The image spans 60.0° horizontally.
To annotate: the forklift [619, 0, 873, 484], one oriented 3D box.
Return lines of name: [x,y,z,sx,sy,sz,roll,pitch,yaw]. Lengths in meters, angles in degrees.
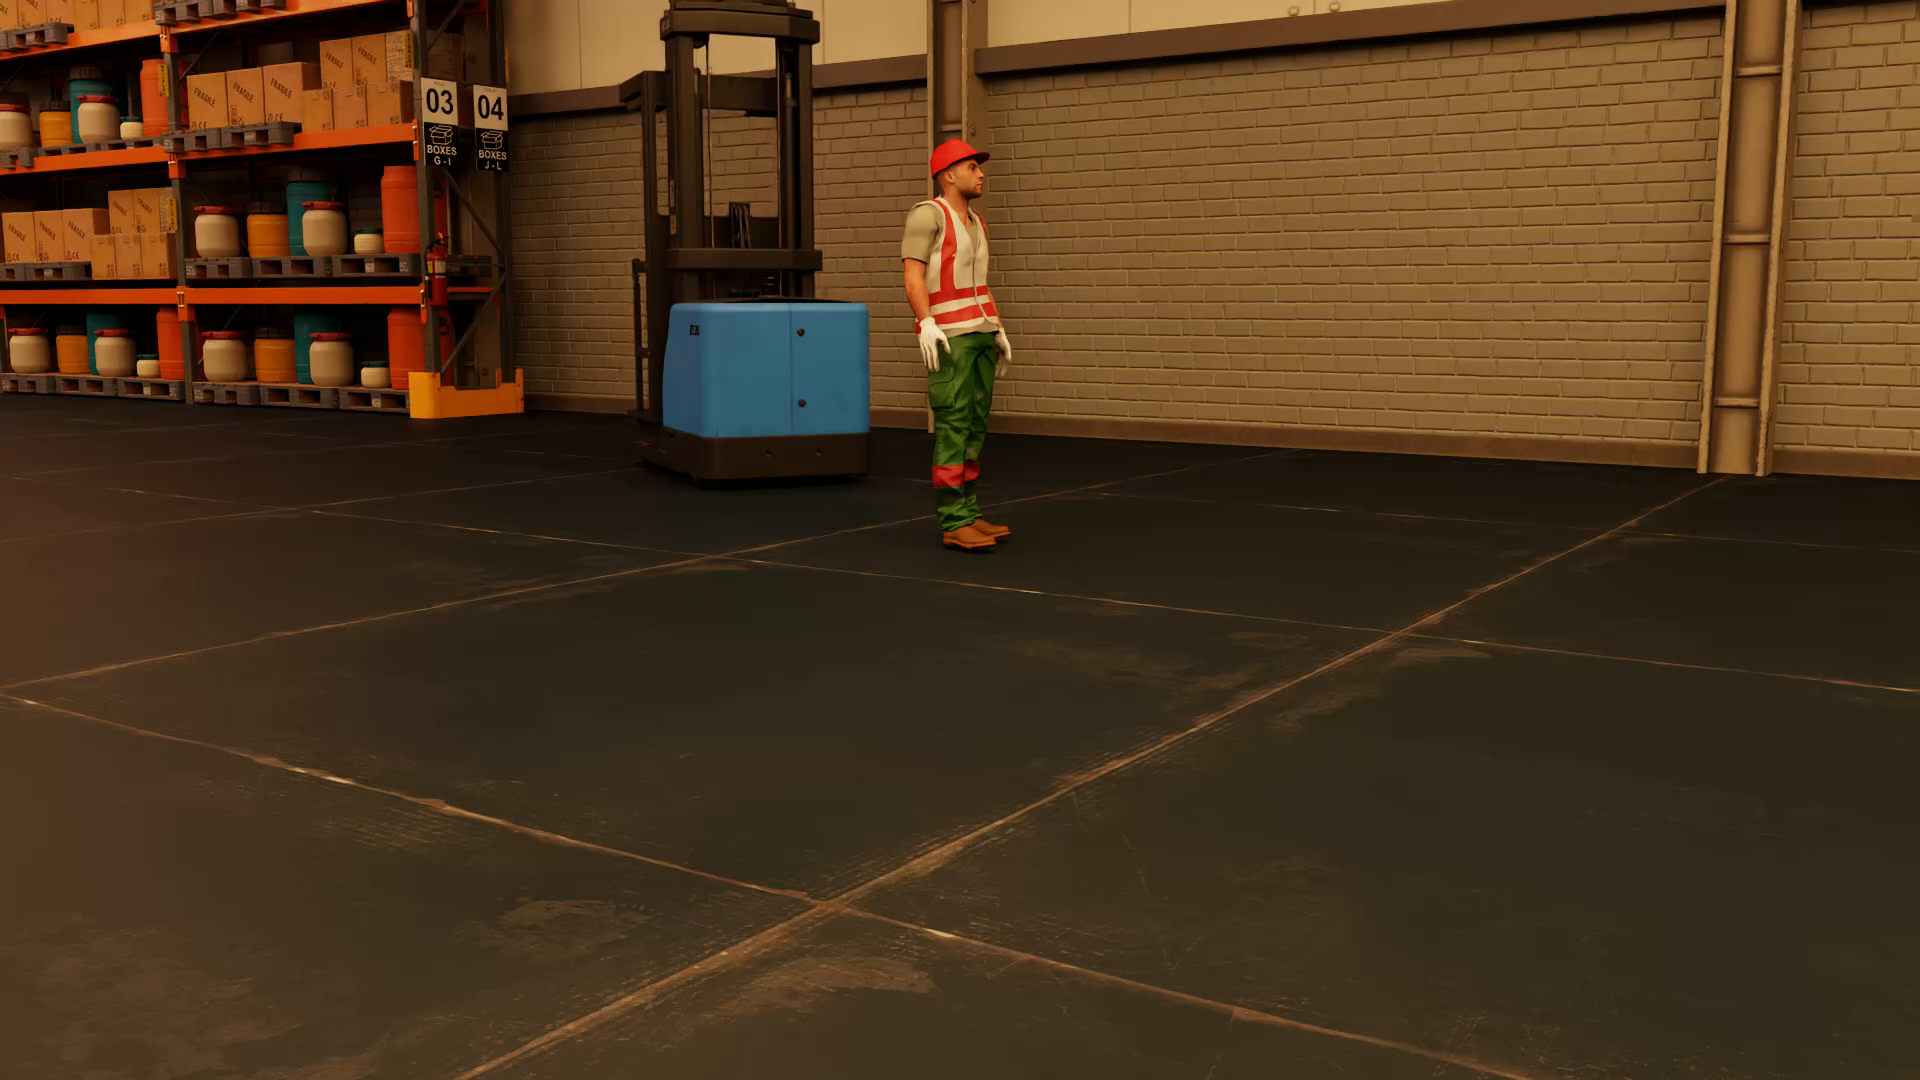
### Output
forklift: [-1.572,-1.946,10.877,1.130,2.935,3.031,-3,9,-23]

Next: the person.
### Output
person: [0.059,-0.885,7.422,0.564,1.787,0.637,5,10,34]
